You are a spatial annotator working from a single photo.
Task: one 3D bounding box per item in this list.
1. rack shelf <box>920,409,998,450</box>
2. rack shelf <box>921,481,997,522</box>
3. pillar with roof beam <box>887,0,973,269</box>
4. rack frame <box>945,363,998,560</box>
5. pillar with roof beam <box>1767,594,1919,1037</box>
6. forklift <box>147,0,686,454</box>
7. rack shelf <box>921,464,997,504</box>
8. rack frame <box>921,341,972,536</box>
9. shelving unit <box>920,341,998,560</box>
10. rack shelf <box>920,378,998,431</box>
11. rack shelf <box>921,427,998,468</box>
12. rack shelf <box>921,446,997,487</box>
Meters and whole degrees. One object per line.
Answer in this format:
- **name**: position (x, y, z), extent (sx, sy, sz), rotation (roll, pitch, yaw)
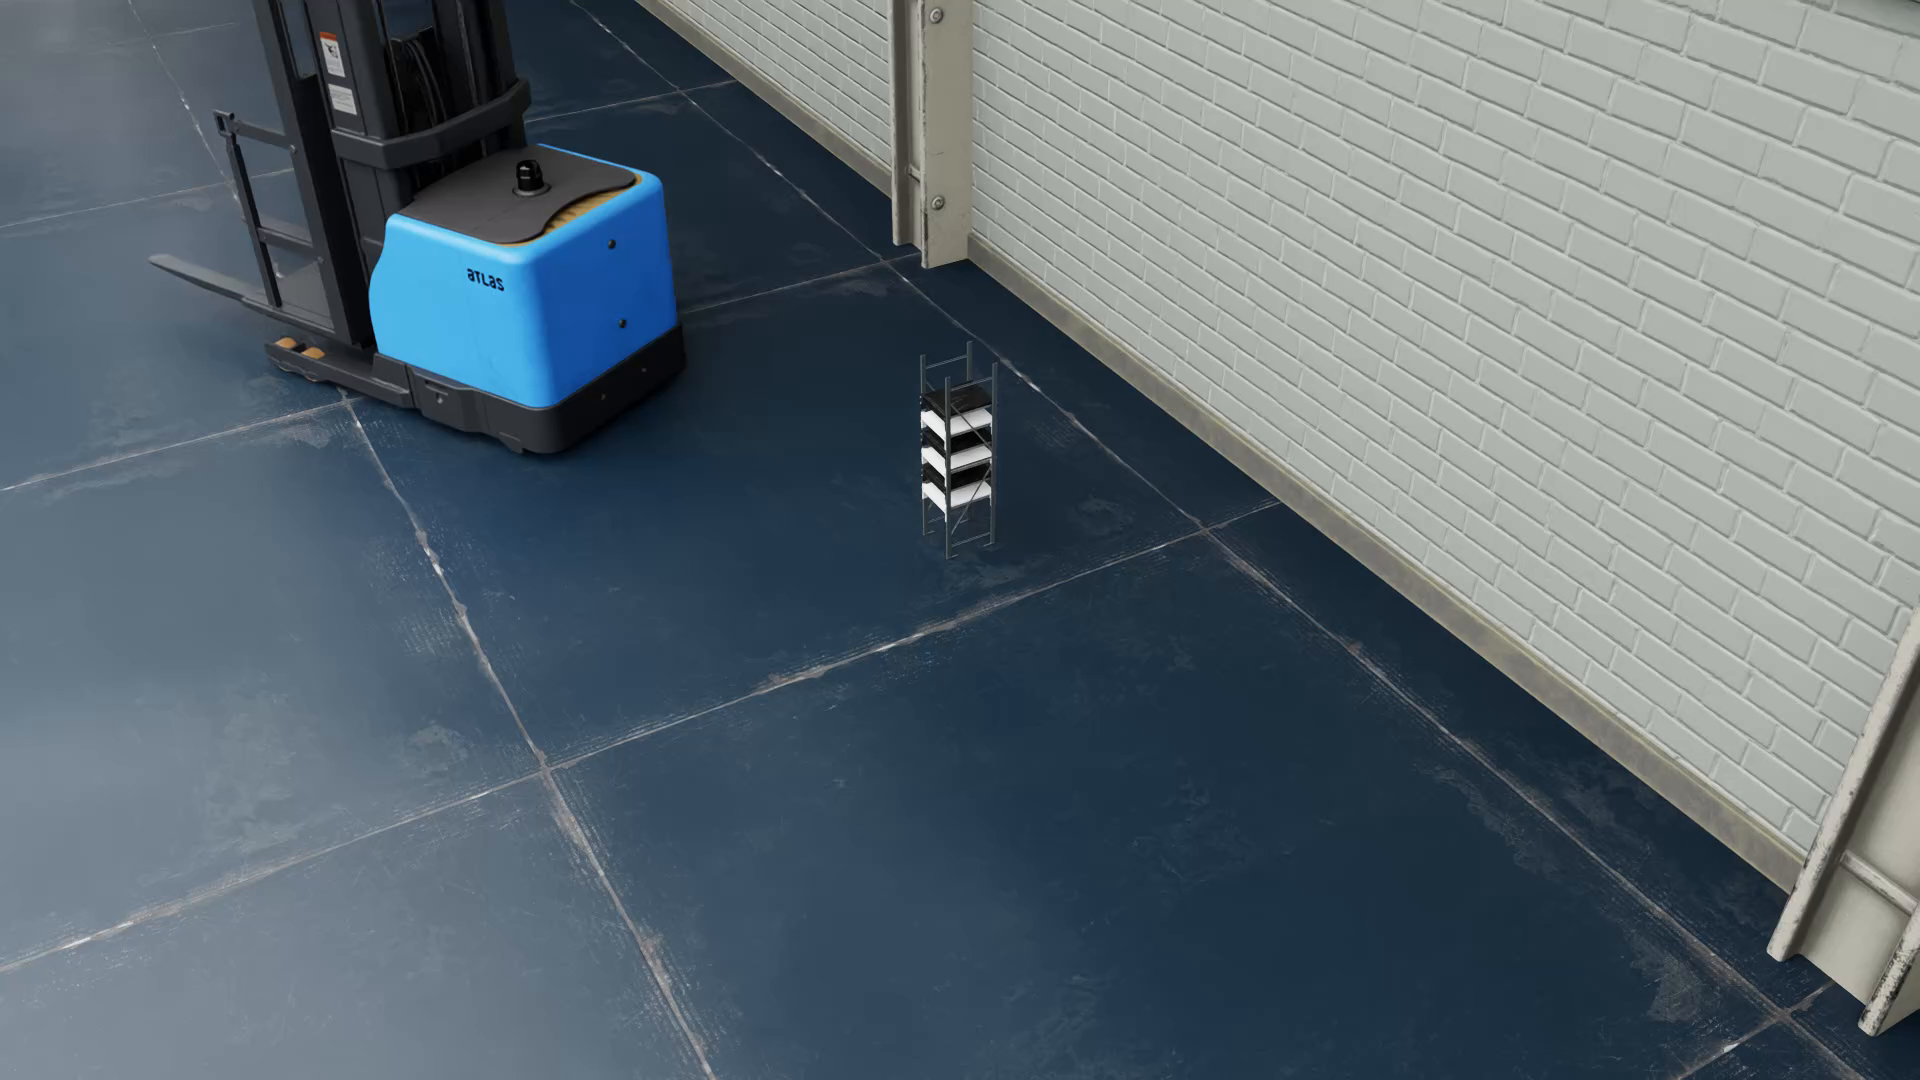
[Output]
- **rack shelf**: position (-0.004, -0.486, 6.904), extent (0.258, 0.077, 0.200), rotation (-19, 40, -24)
- **rack shelf**: position (-0.004, -0.195, 7.116), extent (0.258, 0.077, 0.200), rotation (-19, 40, -24)
- **pillar with roof beam**: position (-3.880, -4.025, 5.132), extent (9.100, 9.000, 0.400), rotation (-19, 40, -24)
- **rack frame**: position (0.047, -0.316, 6.919), extent (0.240, 0.900, 0.006), rotation (-19, 40, -24)
- **pillar with roof beam**: position (-0.866, -0.965, 0.942), extent (9.100, 9.000, 0.400), rotation (-19, 40, -24)
- **forklift**: position (-2.903, -2.224, 7.810), extent (3.031, 2.935, 1.130), rotation (20, 40, 25)
- **rack shelf**: position (-0.004, -0.268, 7.063), extent (0.258, 0.077, 0.200), rotation (-19, 40, -24)
- **rack frame**: position (-0.055, -0.419, 7.061), extent (0.240, 0.900, 0.006), rotation (-19, 40, -24)
- **shelving unit**: position (-0.004, -0.368, 6.990), extent (0.258, 0.900, 0.210), rotation (-19, 40, -24)
- **rack shelf**: position (-0.004, -0.559, 6.851), extent (0.258, 0.077, 0.200), rotation (-19, 40, -24)
- **rack shelf**: position (-0.004, -0.413, 6.957), extent (0.258, 0.077, 0.200), rotation (-19, 40, -24)
- **rack shelf**: position (-0.004, -0.341, 7.010), extent (0.258, 0.077, 0.200), rotation (-19, 40, -24)
